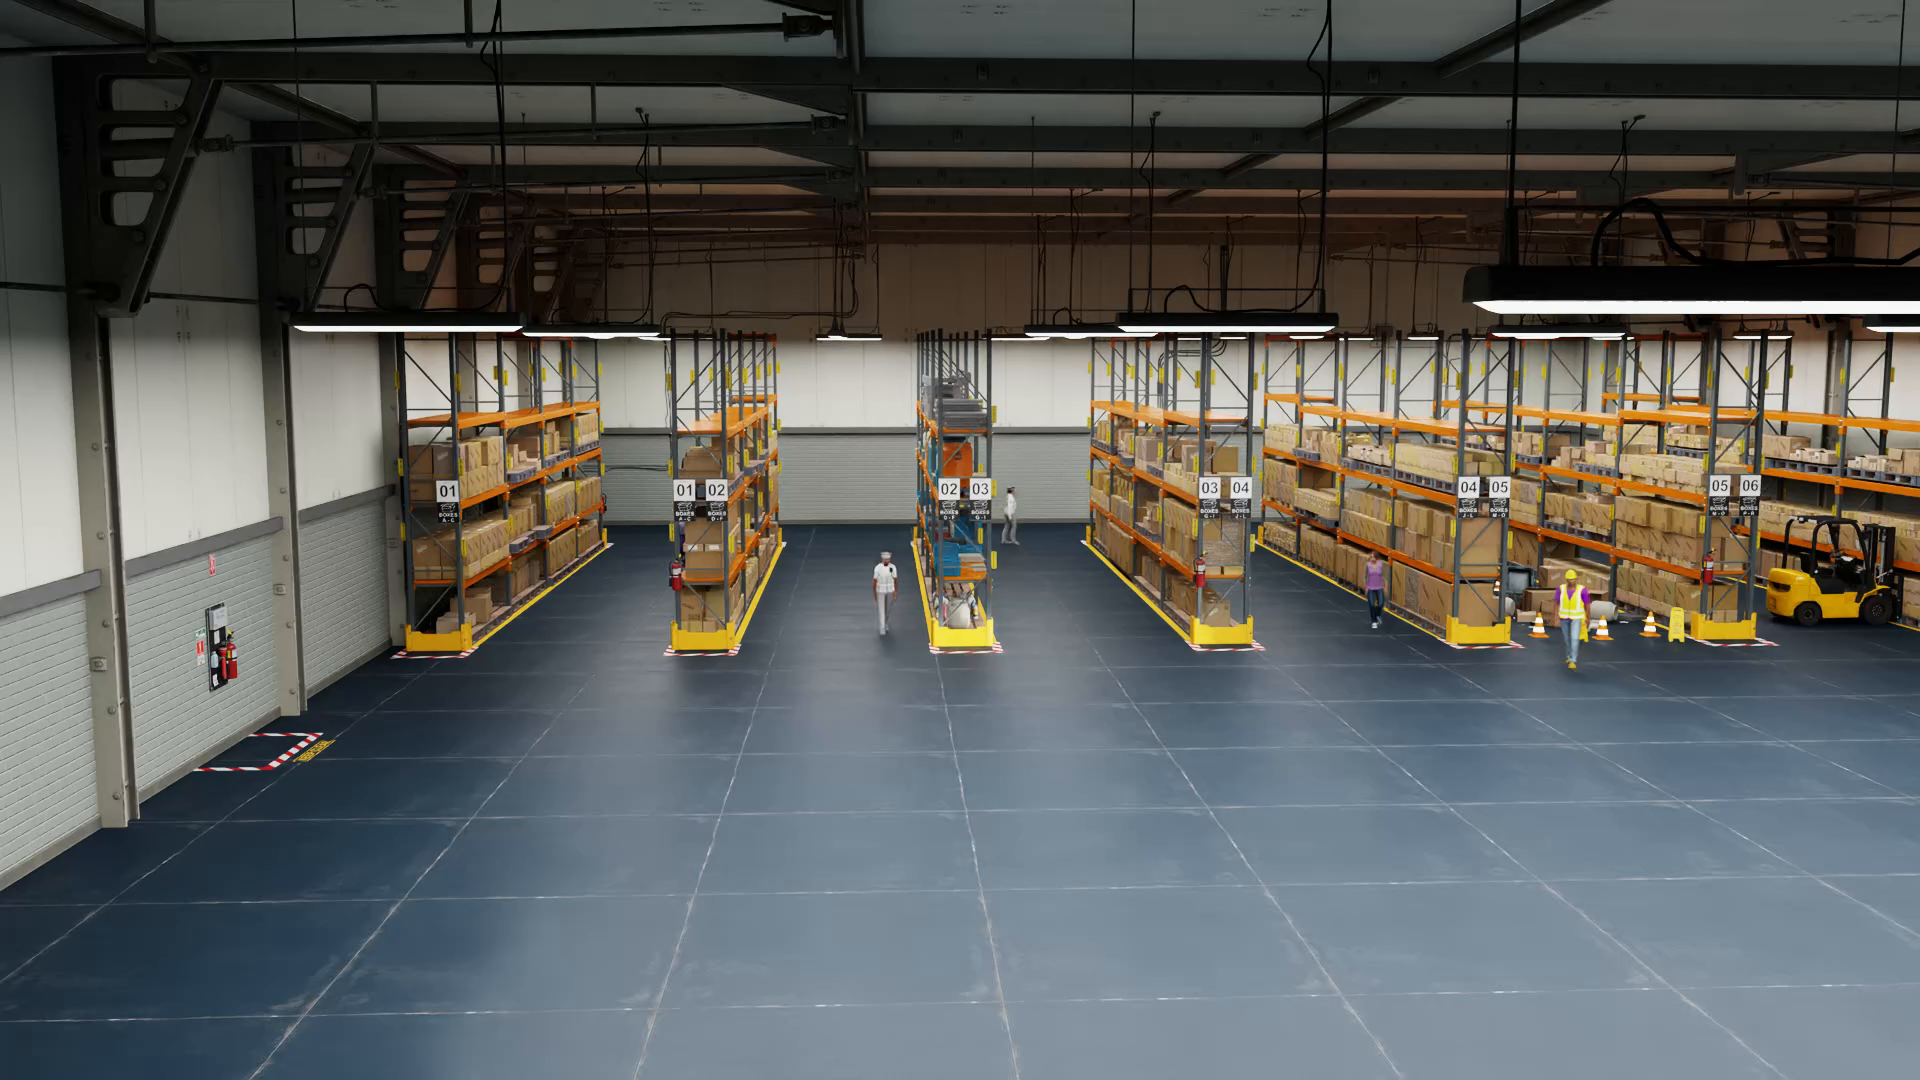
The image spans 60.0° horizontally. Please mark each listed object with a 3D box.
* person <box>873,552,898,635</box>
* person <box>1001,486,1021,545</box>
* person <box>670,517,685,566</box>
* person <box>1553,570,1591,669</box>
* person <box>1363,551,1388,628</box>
[{"bbox_3d":[-1.461,1.033,32.800,0.473,1.623,0.977,-2,7,-18],"label":"person"},{"bbox_3d":[1.452,-0.701,47.652,0.547,1.703,0.522,-2,7,-13],"label":"person"},{"bbox_3d":[-7.111,-0.075,42.680,0.572,1.558,0.746,1,7,7],"label":"person"},{"bbox_3d":[10.776,1.383,29.376,0.596,1.714,0.996,5,8,36],"label":"person"},{"bbox_3d":[8.395,0.991,33.622,0.499,1.578,0.456,1,7,12],"label":"person"}]
